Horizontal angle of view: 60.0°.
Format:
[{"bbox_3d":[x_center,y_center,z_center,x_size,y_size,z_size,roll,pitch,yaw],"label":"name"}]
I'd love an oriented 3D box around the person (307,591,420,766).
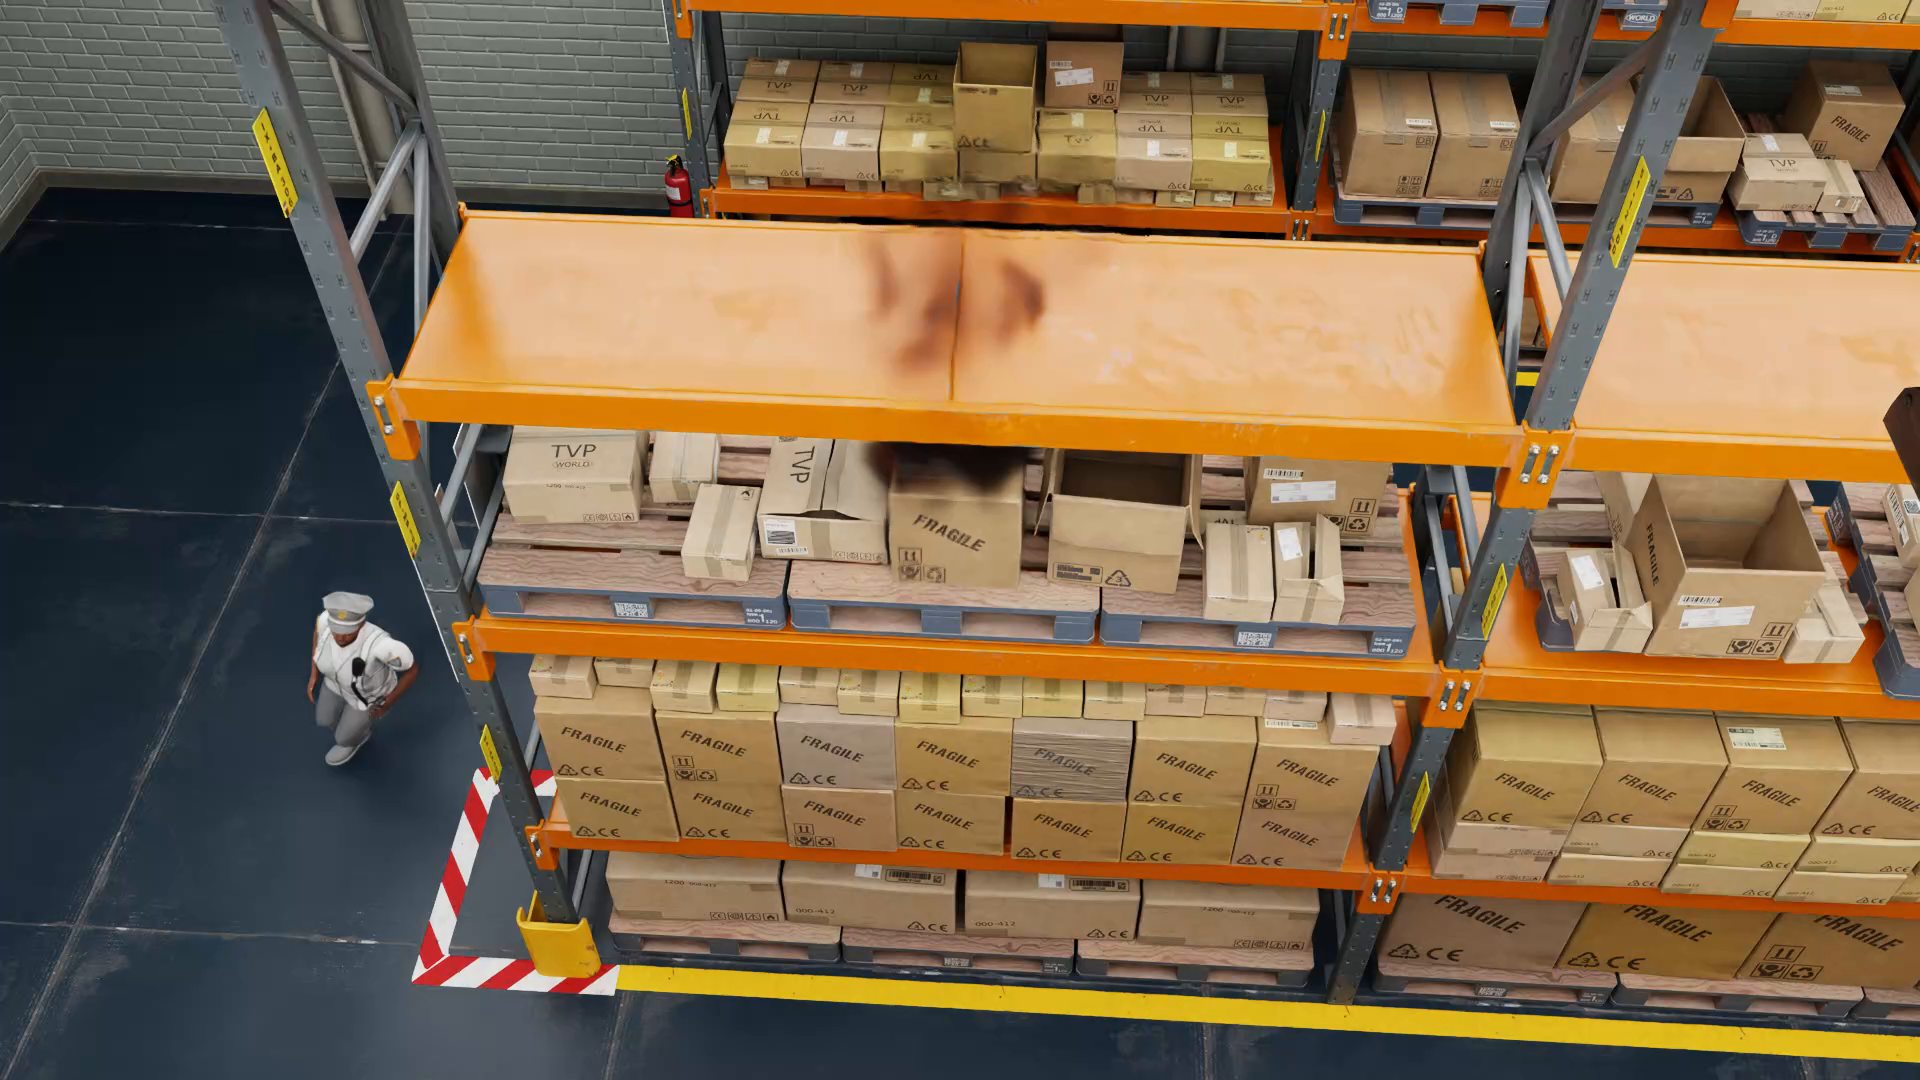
[{"bbox_3d":[-3.215,0.744,8.904,0.697,1.573,0.565,28,54,23],"label":"person"}]
